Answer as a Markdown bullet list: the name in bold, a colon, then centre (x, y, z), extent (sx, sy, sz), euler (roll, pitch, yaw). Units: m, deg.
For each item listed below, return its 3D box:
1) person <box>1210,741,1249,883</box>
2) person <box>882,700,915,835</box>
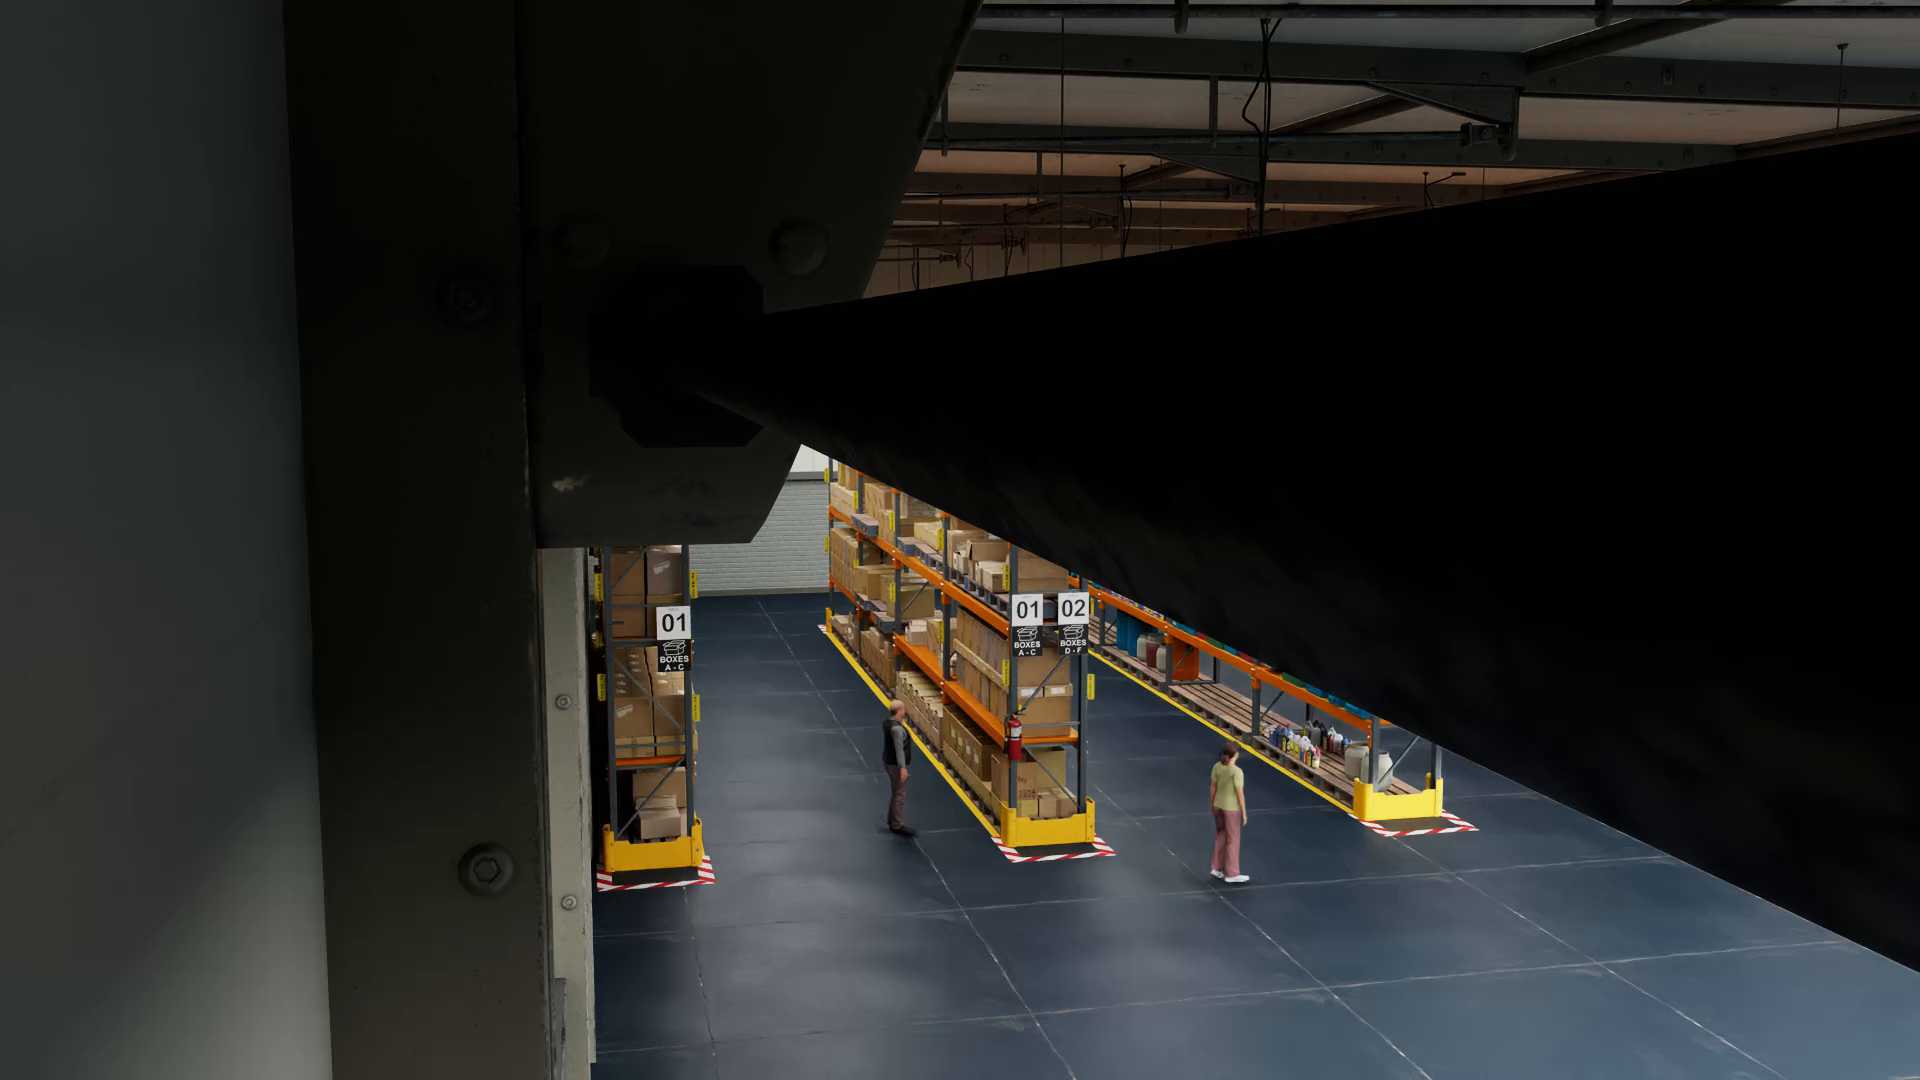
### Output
- **person**: centre (3.176, 3.190, 19.585), extent (0.346, 1.678, 0.537), euler (-5, 9, -38)
- **person**: centre (-0.805, 2.966, 21.546), extent (0.373, 1.805, 0.594), euler (-2, 7, -13)
